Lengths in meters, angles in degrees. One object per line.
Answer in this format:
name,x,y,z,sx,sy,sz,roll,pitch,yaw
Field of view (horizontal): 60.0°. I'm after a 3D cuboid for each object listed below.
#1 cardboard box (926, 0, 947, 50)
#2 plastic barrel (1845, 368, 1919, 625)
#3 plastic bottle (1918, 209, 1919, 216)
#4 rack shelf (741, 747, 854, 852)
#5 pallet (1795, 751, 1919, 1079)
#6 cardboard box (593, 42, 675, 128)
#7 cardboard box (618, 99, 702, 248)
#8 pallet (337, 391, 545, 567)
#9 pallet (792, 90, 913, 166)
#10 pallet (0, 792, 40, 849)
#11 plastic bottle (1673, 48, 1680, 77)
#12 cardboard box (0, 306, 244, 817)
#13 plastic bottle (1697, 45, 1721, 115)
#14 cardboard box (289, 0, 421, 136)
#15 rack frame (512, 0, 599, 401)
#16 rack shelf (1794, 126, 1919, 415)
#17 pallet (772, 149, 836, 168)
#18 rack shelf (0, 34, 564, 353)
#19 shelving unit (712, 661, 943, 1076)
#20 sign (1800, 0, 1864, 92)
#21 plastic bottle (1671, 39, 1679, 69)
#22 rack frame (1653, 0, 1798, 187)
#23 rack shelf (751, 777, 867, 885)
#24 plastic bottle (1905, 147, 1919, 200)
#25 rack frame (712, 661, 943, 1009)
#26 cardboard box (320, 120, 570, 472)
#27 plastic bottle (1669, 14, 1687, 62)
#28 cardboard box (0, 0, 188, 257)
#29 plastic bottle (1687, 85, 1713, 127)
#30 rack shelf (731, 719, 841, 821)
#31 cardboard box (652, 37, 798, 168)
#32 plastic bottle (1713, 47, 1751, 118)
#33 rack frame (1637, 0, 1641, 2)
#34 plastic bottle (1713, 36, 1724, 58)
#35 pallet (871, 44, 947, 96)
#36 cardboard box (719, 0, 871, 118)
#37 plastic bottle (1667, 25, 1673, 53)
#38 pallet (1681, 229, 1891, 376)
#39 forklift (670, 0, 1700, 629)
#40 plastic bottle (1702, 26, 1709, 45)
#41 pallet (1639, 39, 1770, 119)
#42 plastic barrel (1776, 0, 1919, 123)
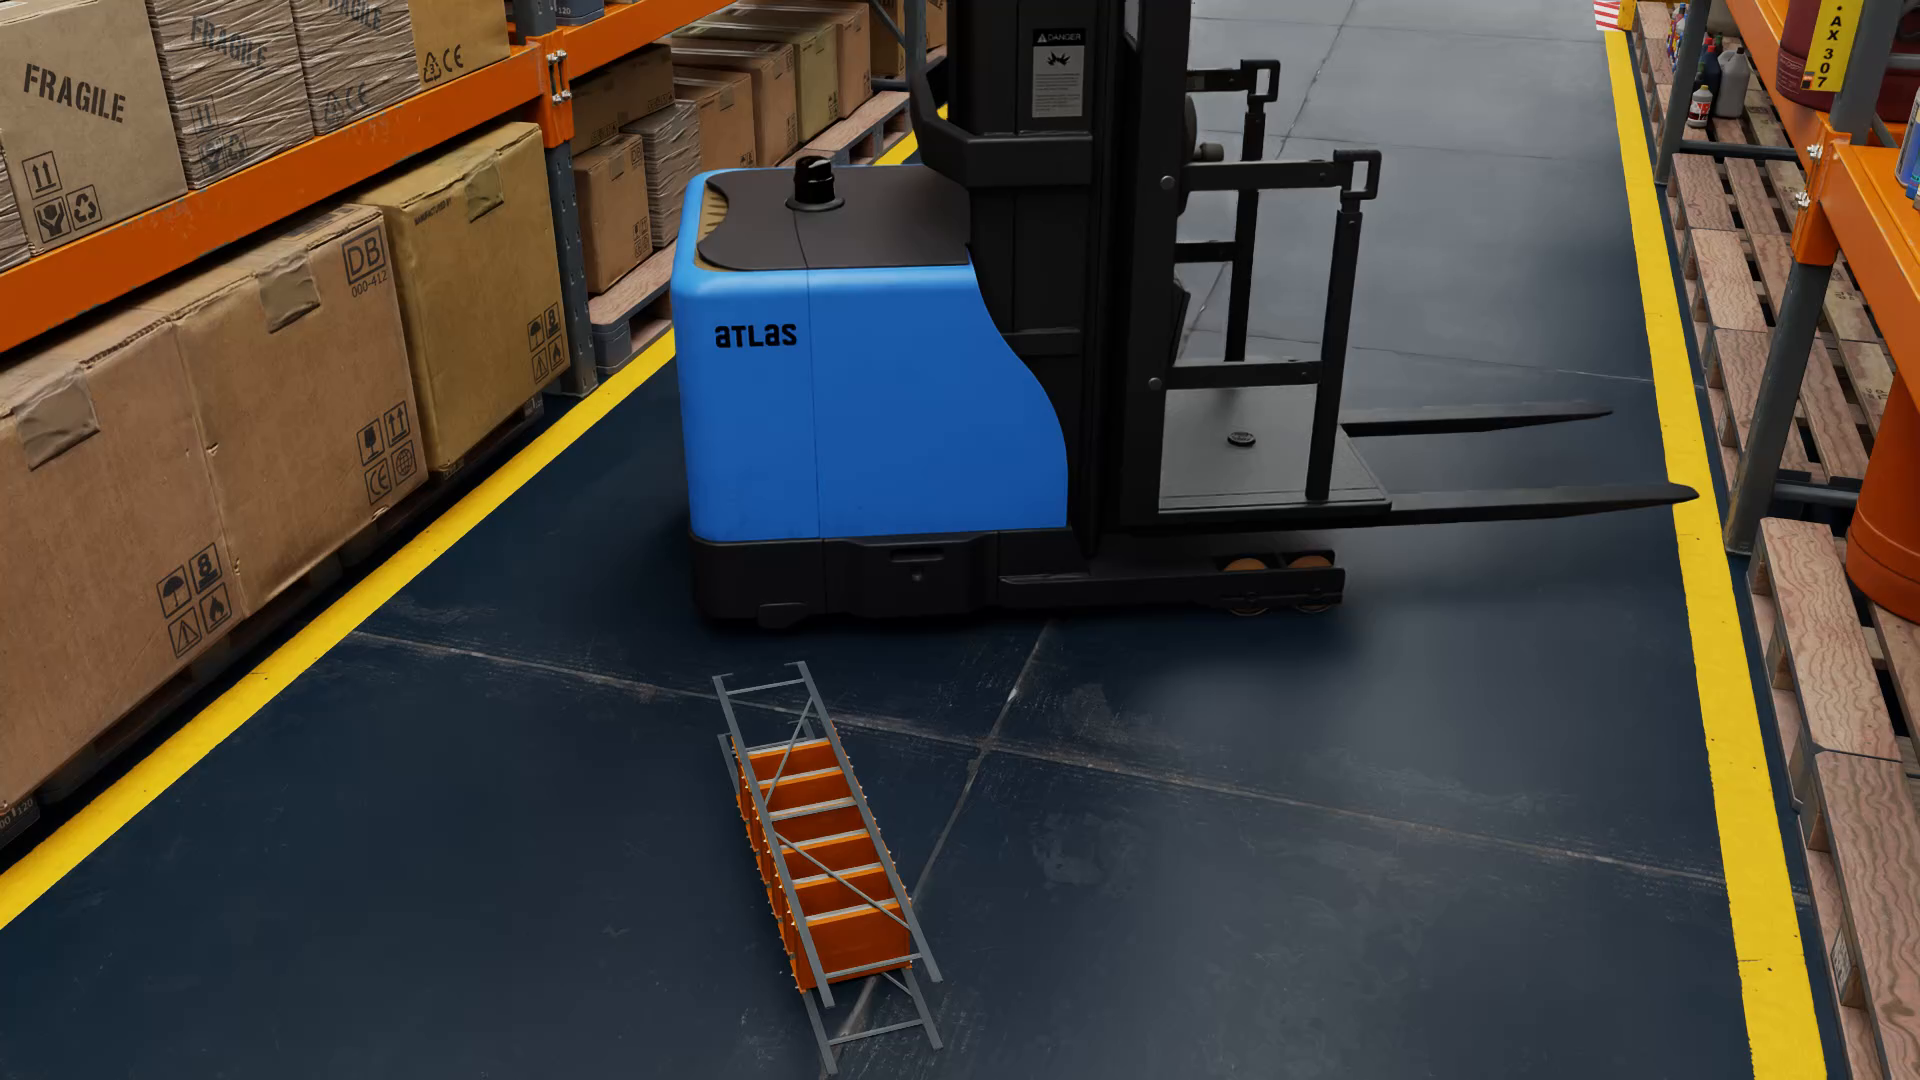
cardboard box,-0.370,-3.326,10.283,0.500,0.500,0.500,19,34,30
plastic barrel,2.747,-0.227,4.374,0.600,0.830,0.708,8,30,15
plastic bottle,2.298,-0.870,3.848,0.061,0.283,0.133,8,30,15
rack shelf,-0.382,0.615,3.942,0.258,0.180,0.103,-9,31,-16
pallet,2.323,0.934,3.354,1.003,0.211,1.213,8,30,15
cardboard box,-1.546,-1.920,6.963,0.500,0.250,0.500,12,31,20
cardboard box,-1.532,-1.603,7.164,0.700,0.500,0.500,6,30,11
pallet,-2.164,-0.355,5.670,1.003,0.211,1.213,8,30,15
pallet,-0.913,-2.207,9.000,1.003,0.211,1.213,8,30,15
pallet,-2.880,0.779,3.632,1.003,0.211,1.213,8,30,15
plastic bottle,4.173,-2.764,9.559,0.097,0.201,0.097,0,29,0
cardboard box,-2.604,-0.041,3.991,1.225,0.875,0.875,7,30,13
plastic bottle,3.962,-2.456,8.852,0.144,0.351,0.185,8,30,14
cardboard box,-1.920,-1.477,4.717,0.500,0.500,0.500,8,30,14
rack frame,-1.860,-1.929,5.632,1.000,3.000,0.127,8,30,15
rack shelf,2.287,0.022,2.865,1.077,0.370,4.000,8,30,15
pallet,-1.270,-1.638,7.978,1.003,0.211,1.213,8,30,15
rack shelf,-2.448,-0.685,4.136,1.077,0.370,4.000,8,30,15
shelving unit,-0.332,0.691,3.805,0.258,0.189,1.200,-9,31,-16
sign,2.346,-1.369,4.457,0.100,0.325,0.005,8,30,15
plastic bottle,4.233,-2.859,9.730,0.097,0.201,0.097,0,29,0
rack frame,4.048,-3.081,7.703,1.000,3.000,0.127,8,30,15
rack shelf,-0.346,0.671,3.842,0.258,0.180,0.103,-9,31,-16
plastic bottle,2.378,-0.961,4.024,0.097,0.271,0.097,0,29,0
rack frame,-0.332,0.612,3.760,0.240,0.006,1.200,-9,31,-16
cardboard box,-2.083,-0.866,5.475,1.225,0.875,0.875,7,30,13
plastic bottle,4.292,-2.982,9.880,0.097,0.271,0.097,0,29,0
cardboard box,-2.220,-0.999,3.857,0.500,0.500,0.500,9,30,16
plastic bottle,3.857,-2.263,8.659,0.097,0.201,0.097,0,29,0
rack shelf,-0.419,0.558,4.041,0.258,0.180,0.103,-9,31,-16
cardboard box,-1.209,-2.126,8.105,0.700,0.500,0.500,6,30,11
plastic bottle,4.100,-2.435,8.815,0.144,0.351,0.185,8,30,15
rack frame,5.223,-4.940,11.044,1.000,3.000,0.127,8,30,15
plastic bottle,4.219,-2.663,9.293,0.061,0.283,0.133,8,30,15
pallet,-0.523,-2.886,10.221,1.003,0.211,1.213,8,30,15
cardboard box,-0.887,-2.605,8.967,0.700,0.500,0.500,6,30,11
plastic bottle,4.362,-3.063,10.097,0.097,0.201,0.097,0,29,0
pallet,3.499,-0.923,6.692,1.003,0.211,1.213,8,30,15
forklift,0.703,-1.313,4.595,3.031,2.935,1.130,-3,29,-5
plastic bottle,4.113,-2.695,9.282,0.144,0.351,0.185,8,30,15
pallet,4.642,-2.737,9.954,1.003,0.211,1.213,8,30,15
plastic barrel,2.721,-1.540,4.794,0.600,0.536,0.708,8,30,15
